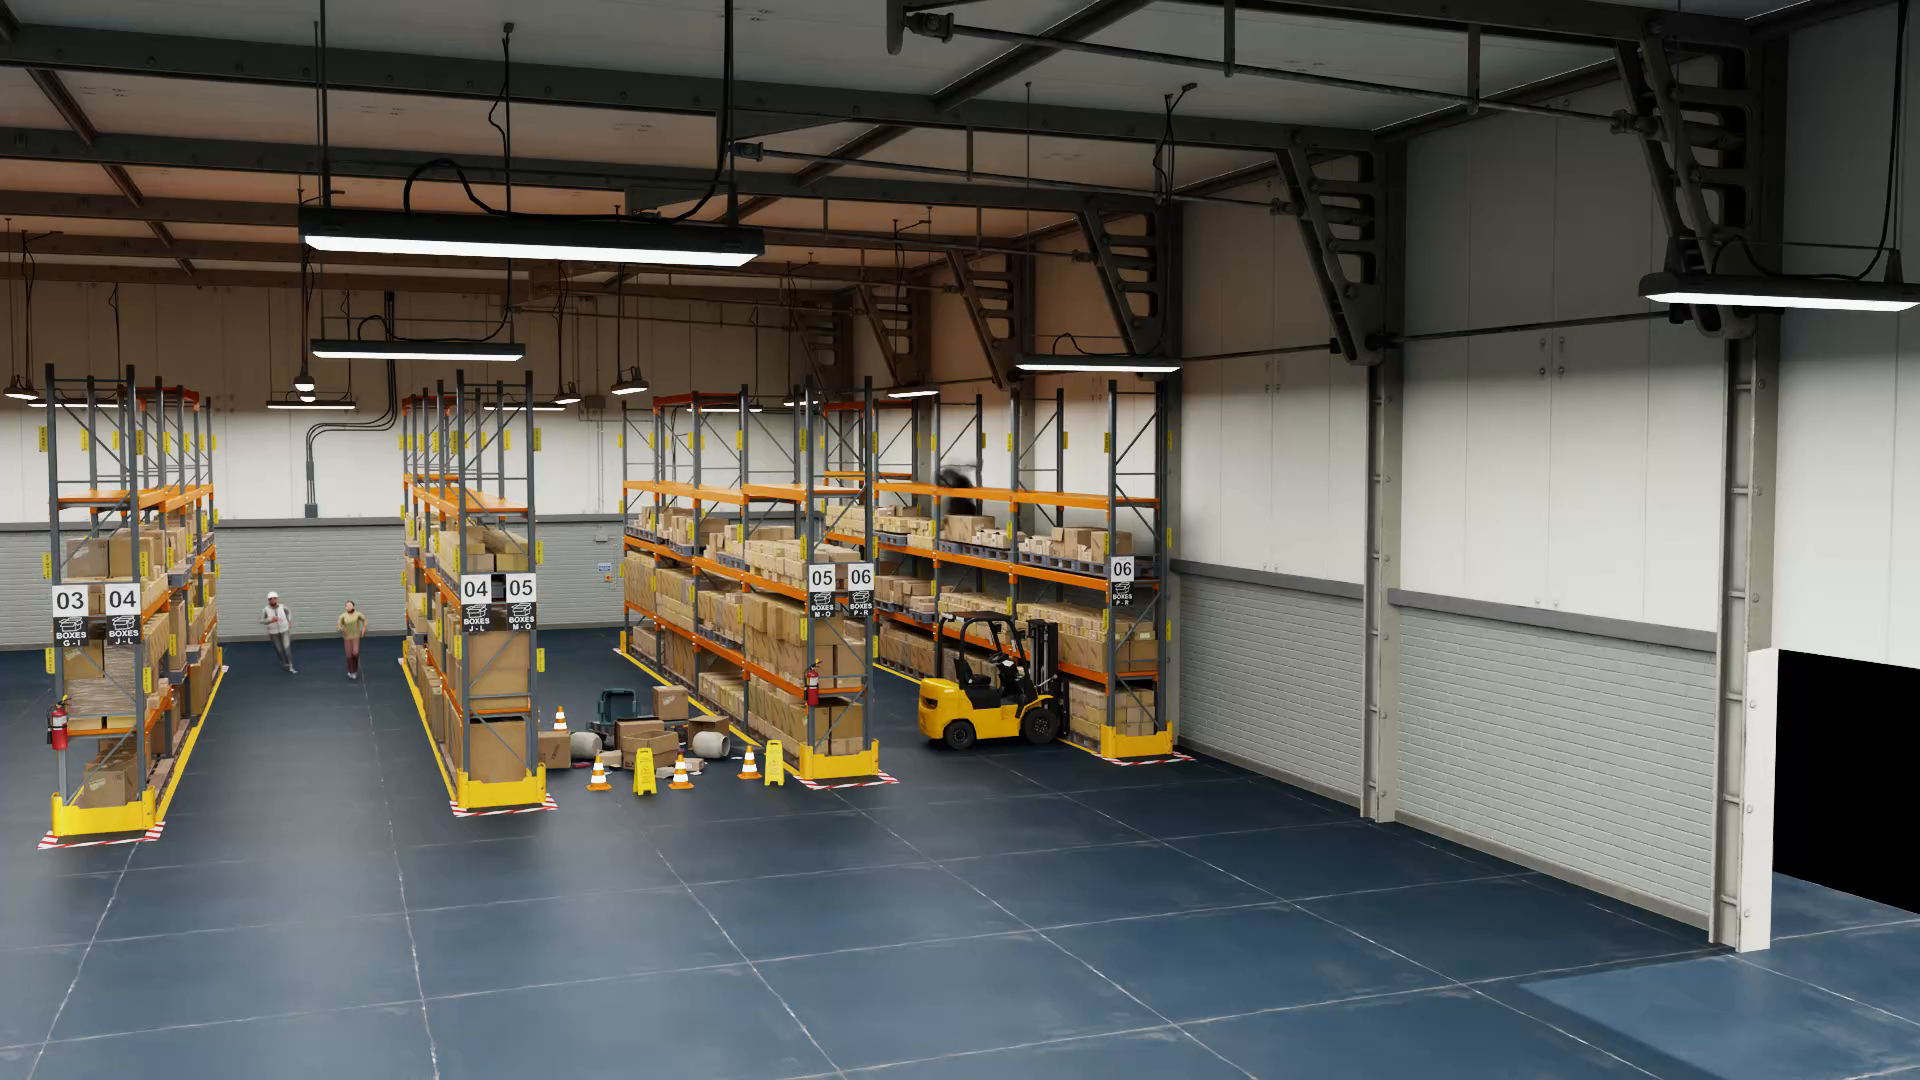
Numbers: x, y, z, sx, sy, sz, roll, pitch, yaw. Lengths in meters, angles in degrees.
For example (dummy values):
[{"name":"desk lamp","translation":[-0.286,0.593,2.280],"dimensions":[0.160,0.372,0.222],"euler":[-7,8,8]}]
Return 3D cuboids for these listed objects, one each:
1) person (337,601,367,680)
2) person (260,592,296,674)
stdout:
[{"name":"person","translation":[-12.904,2.121,35.273],"dimensions":[0.580,1.684,0.673],"euler":[-1,3,-13]},{"name":"person","translation":[-14.901,2.014,36.269],"dimensions":[0.682,1.780,0.871],"euler":[-2,4,-26]}]
